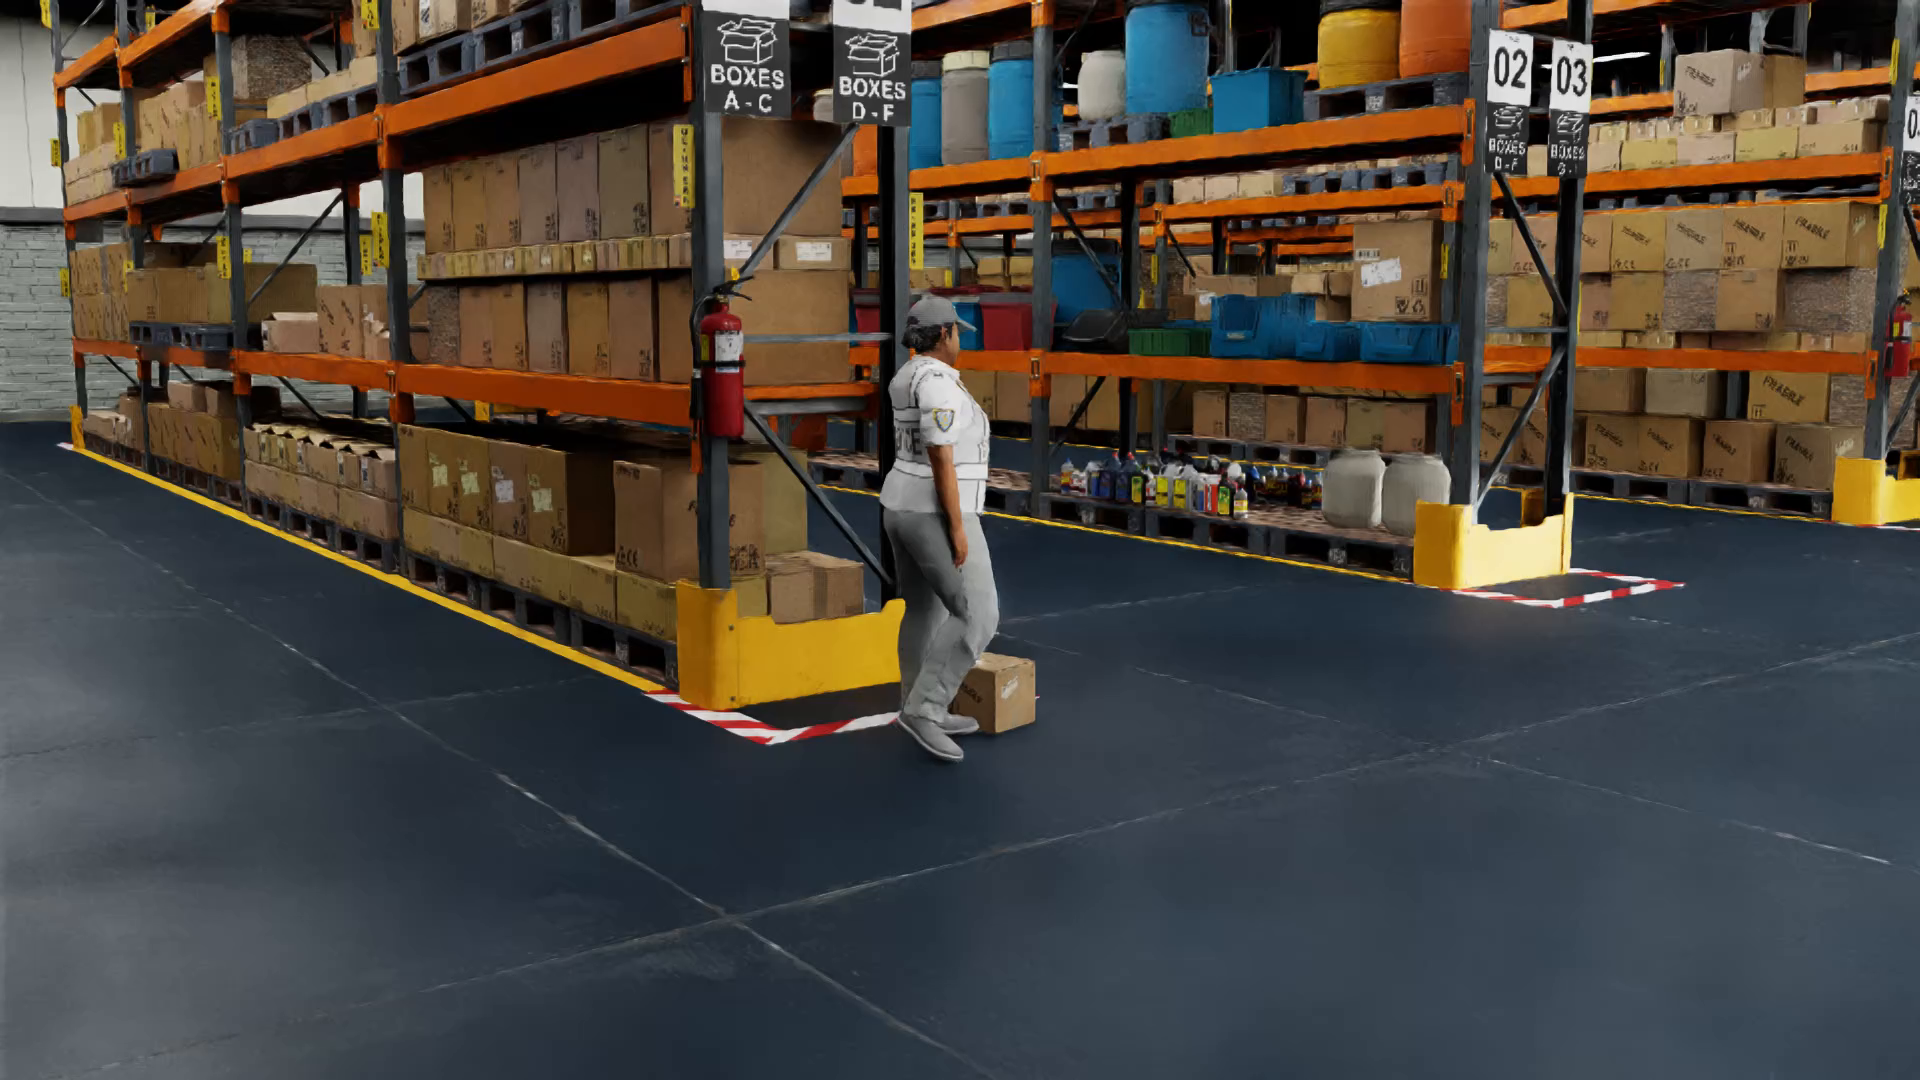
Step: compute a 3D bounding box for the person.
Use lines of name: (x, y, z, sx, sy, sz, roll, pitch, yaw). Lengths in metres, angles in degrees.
person: (-0.078, -0.061, 6.135, 0.392, 1.662, 0.578, -2, 8, -17)
